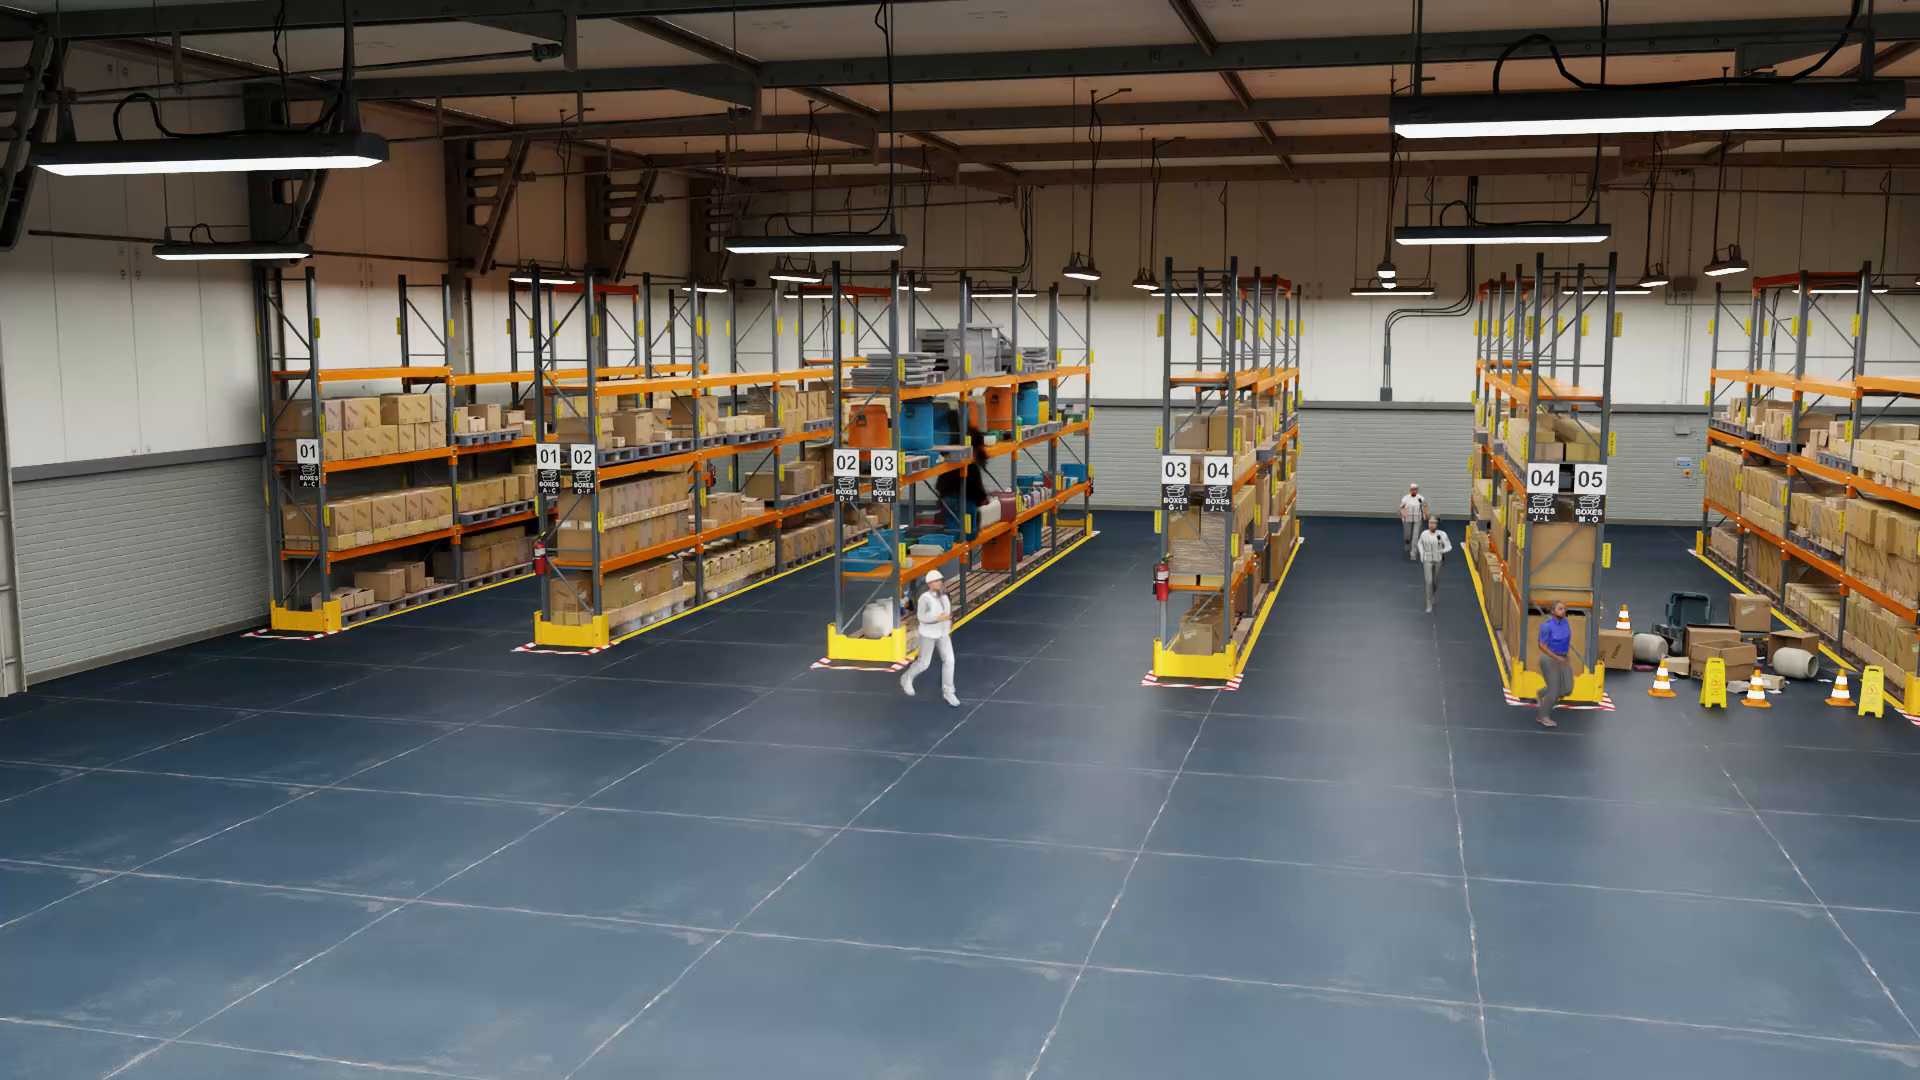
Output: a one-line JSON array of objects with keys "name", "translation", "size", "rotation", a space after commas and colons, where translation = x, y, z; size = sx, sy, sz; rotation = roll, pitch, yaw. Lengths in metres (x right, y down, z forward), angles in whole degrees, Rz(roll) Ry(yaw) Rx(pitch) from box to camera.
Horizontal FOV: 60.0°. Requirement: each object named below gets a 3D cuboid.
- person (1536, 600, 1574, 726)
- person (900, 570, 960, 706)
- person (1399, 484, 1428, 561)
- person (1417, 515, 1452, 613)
[{"name": "person", "translation": [7.544, 1.556, 21.052], "size": [0.597, 1.598, 0.622], "rotation": [-4, 8, -26]}, {"name": "person", "translation": [-0.380, 1.293, 22.374], "size": [0.664, 1.812, 0.939], "rotation": [-7, 10, -42]}, {"name": "person", "translation": [9.911, -0.409, 36.371], "size": [0.617, 1.654, 0.799], "rotation": [2, 7, 13]}, {"name": "person", "translation": [8.474, 0.401, 29.736], "size": [0.603, 1.710, 0.842], "rotation": [2, 8, 18]}]
